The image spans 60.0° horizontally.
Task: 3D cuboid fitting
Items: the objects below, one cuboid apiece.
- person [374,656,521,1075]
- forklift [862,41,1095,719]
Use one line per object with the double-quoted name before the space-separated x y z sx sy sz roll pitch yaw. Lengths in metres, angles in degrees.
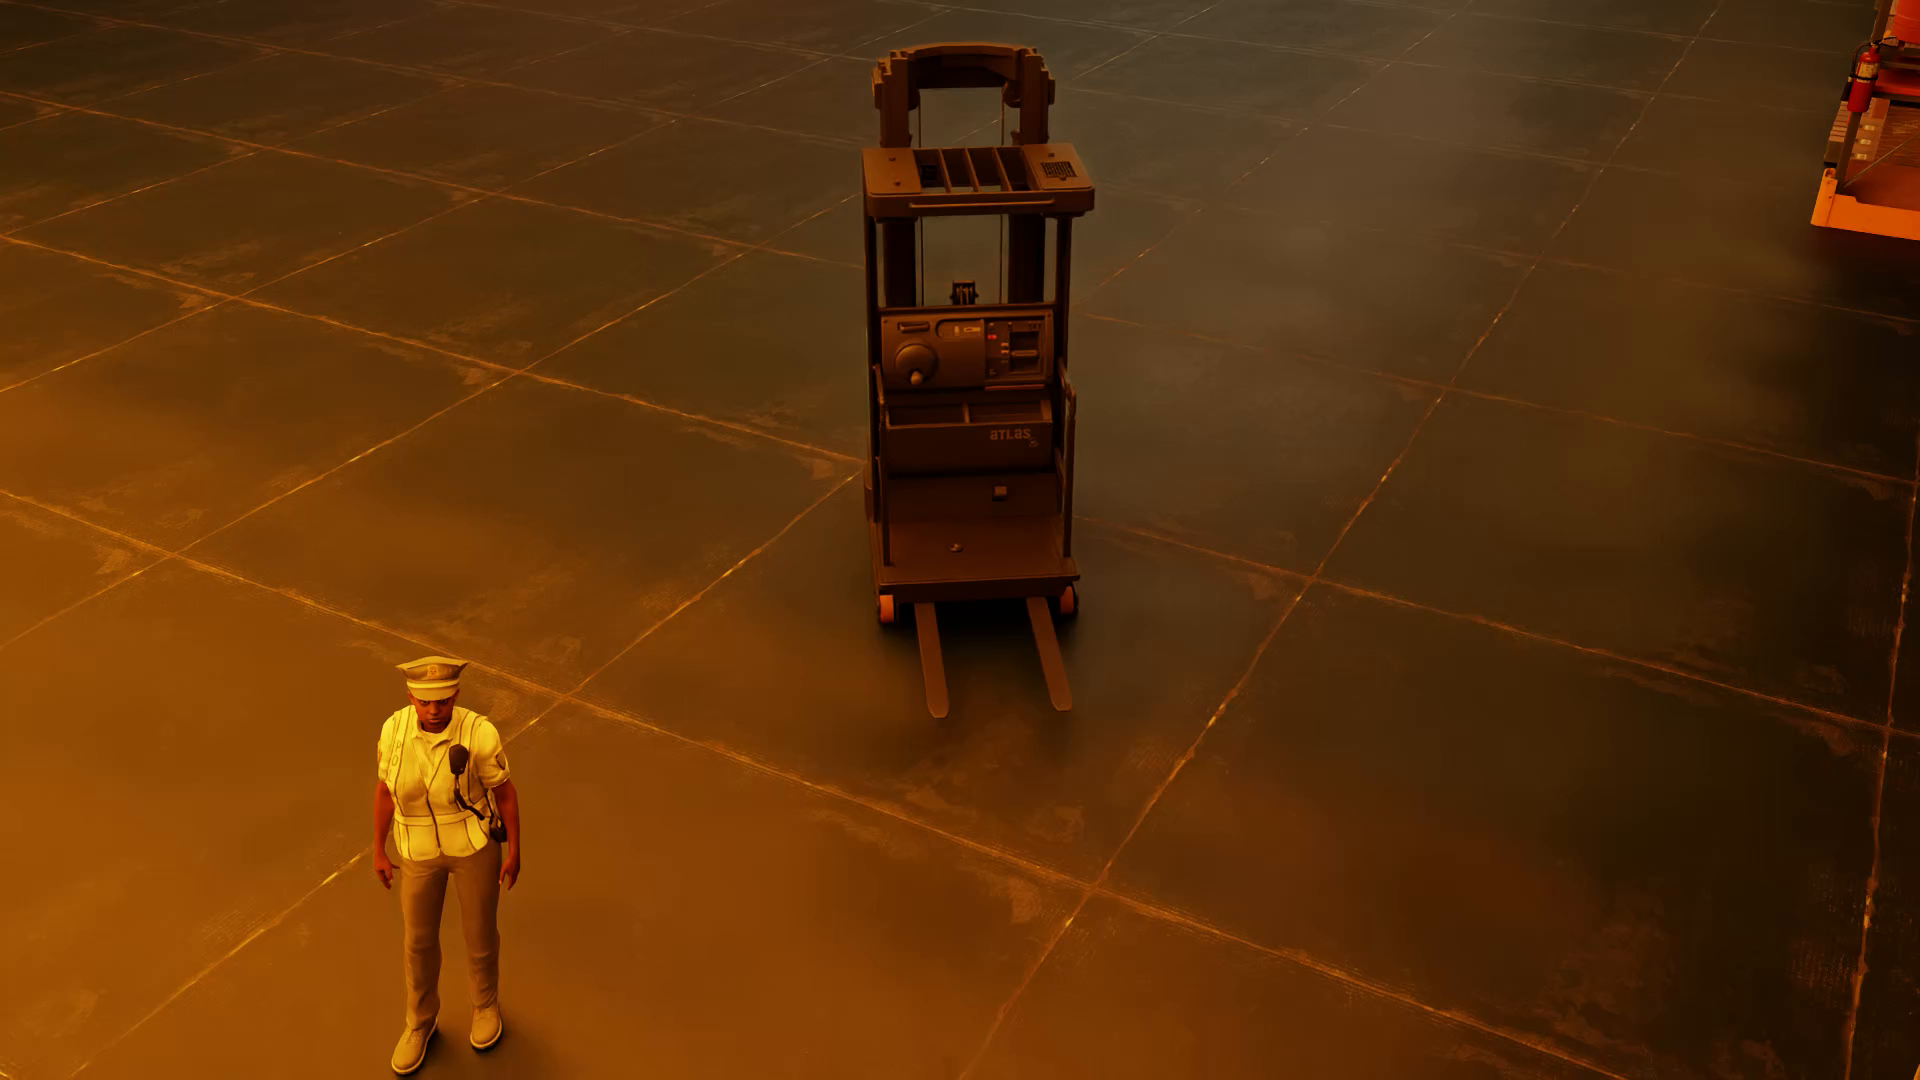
"person" -1.936 1.194 6.223 0.570 1.695 0.530 -2 30 -4
"forklift" 0.065 -0.982 8.772 1.130 2.935 3.031 -3 30 -5
